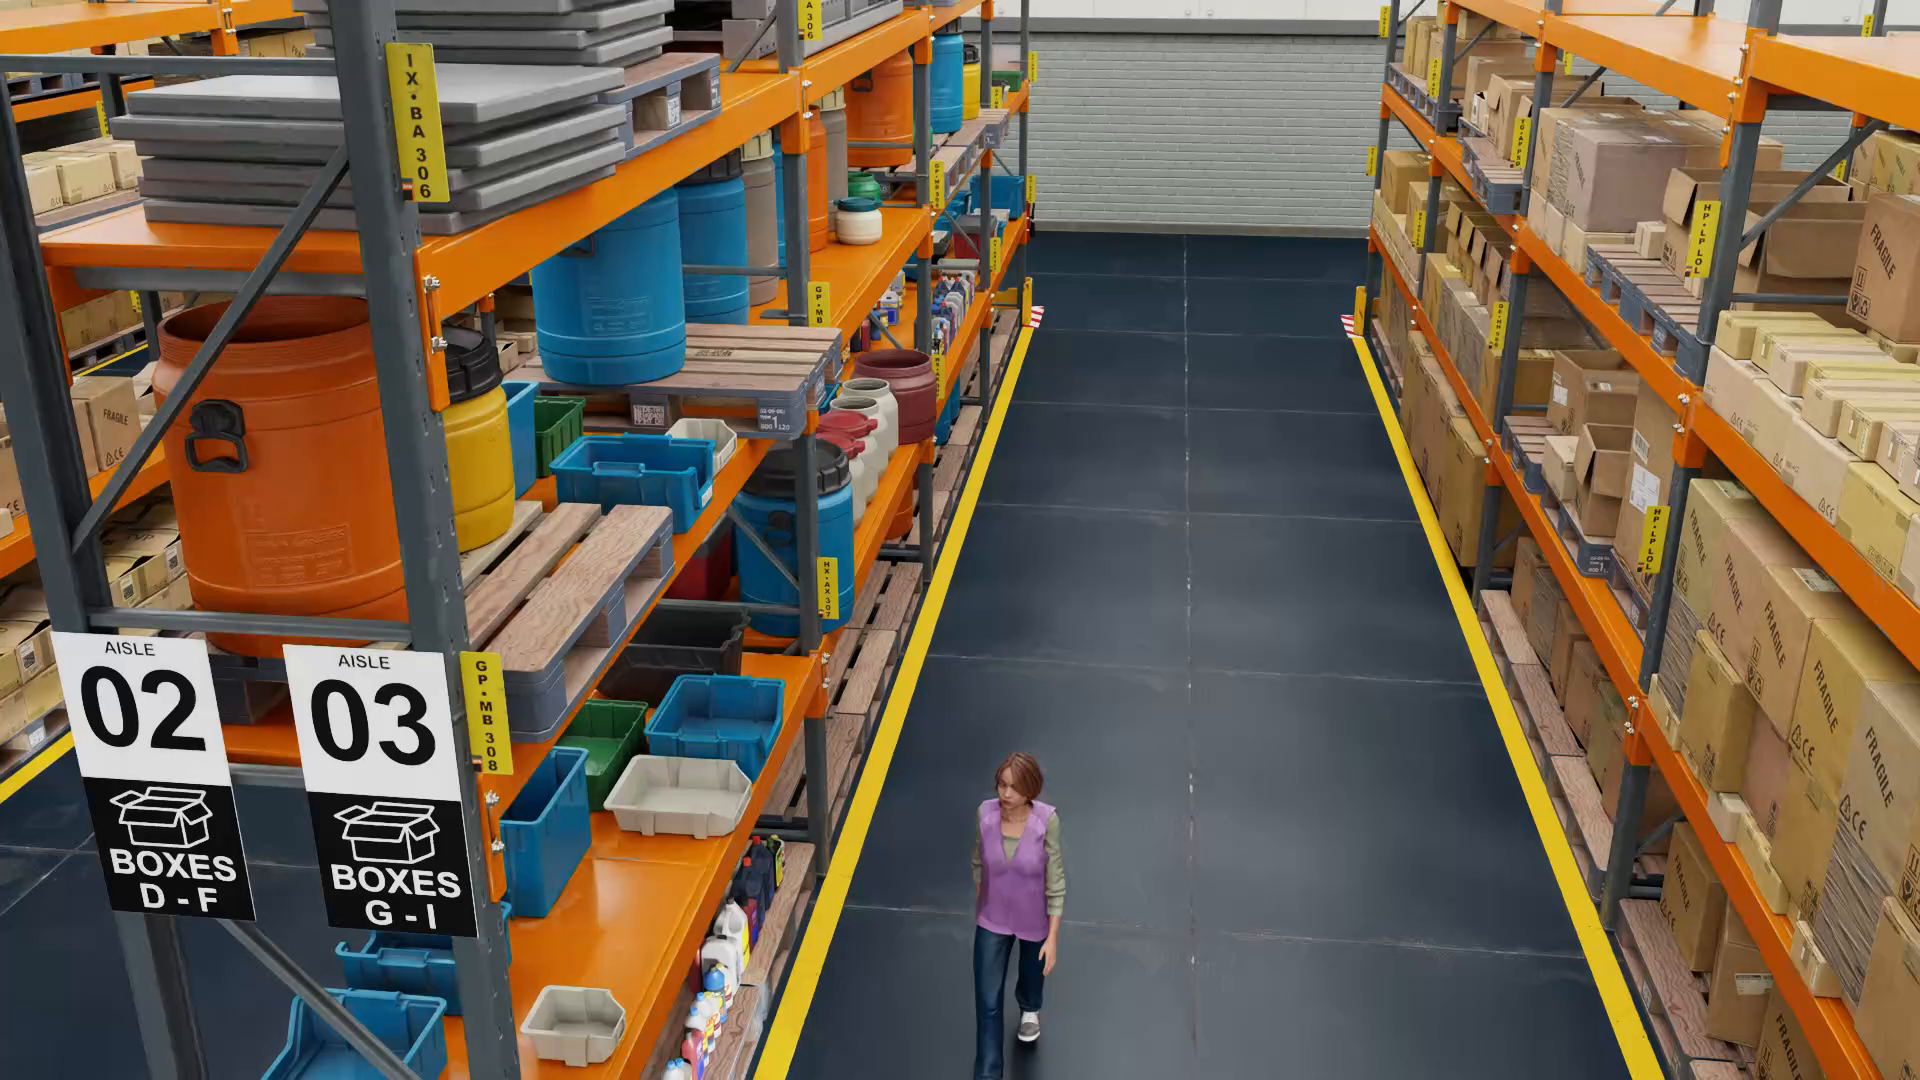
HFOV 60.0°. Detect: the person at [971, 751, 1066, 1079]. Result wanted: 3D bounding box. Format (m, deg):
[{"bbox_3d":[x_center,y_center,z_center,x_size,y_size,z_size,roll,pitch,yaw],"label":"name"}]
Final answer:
[{"bbox_3d":[0.235,1.615,6.966,0.412,1.536,0.943,2,22,6],"label":"person"}]
